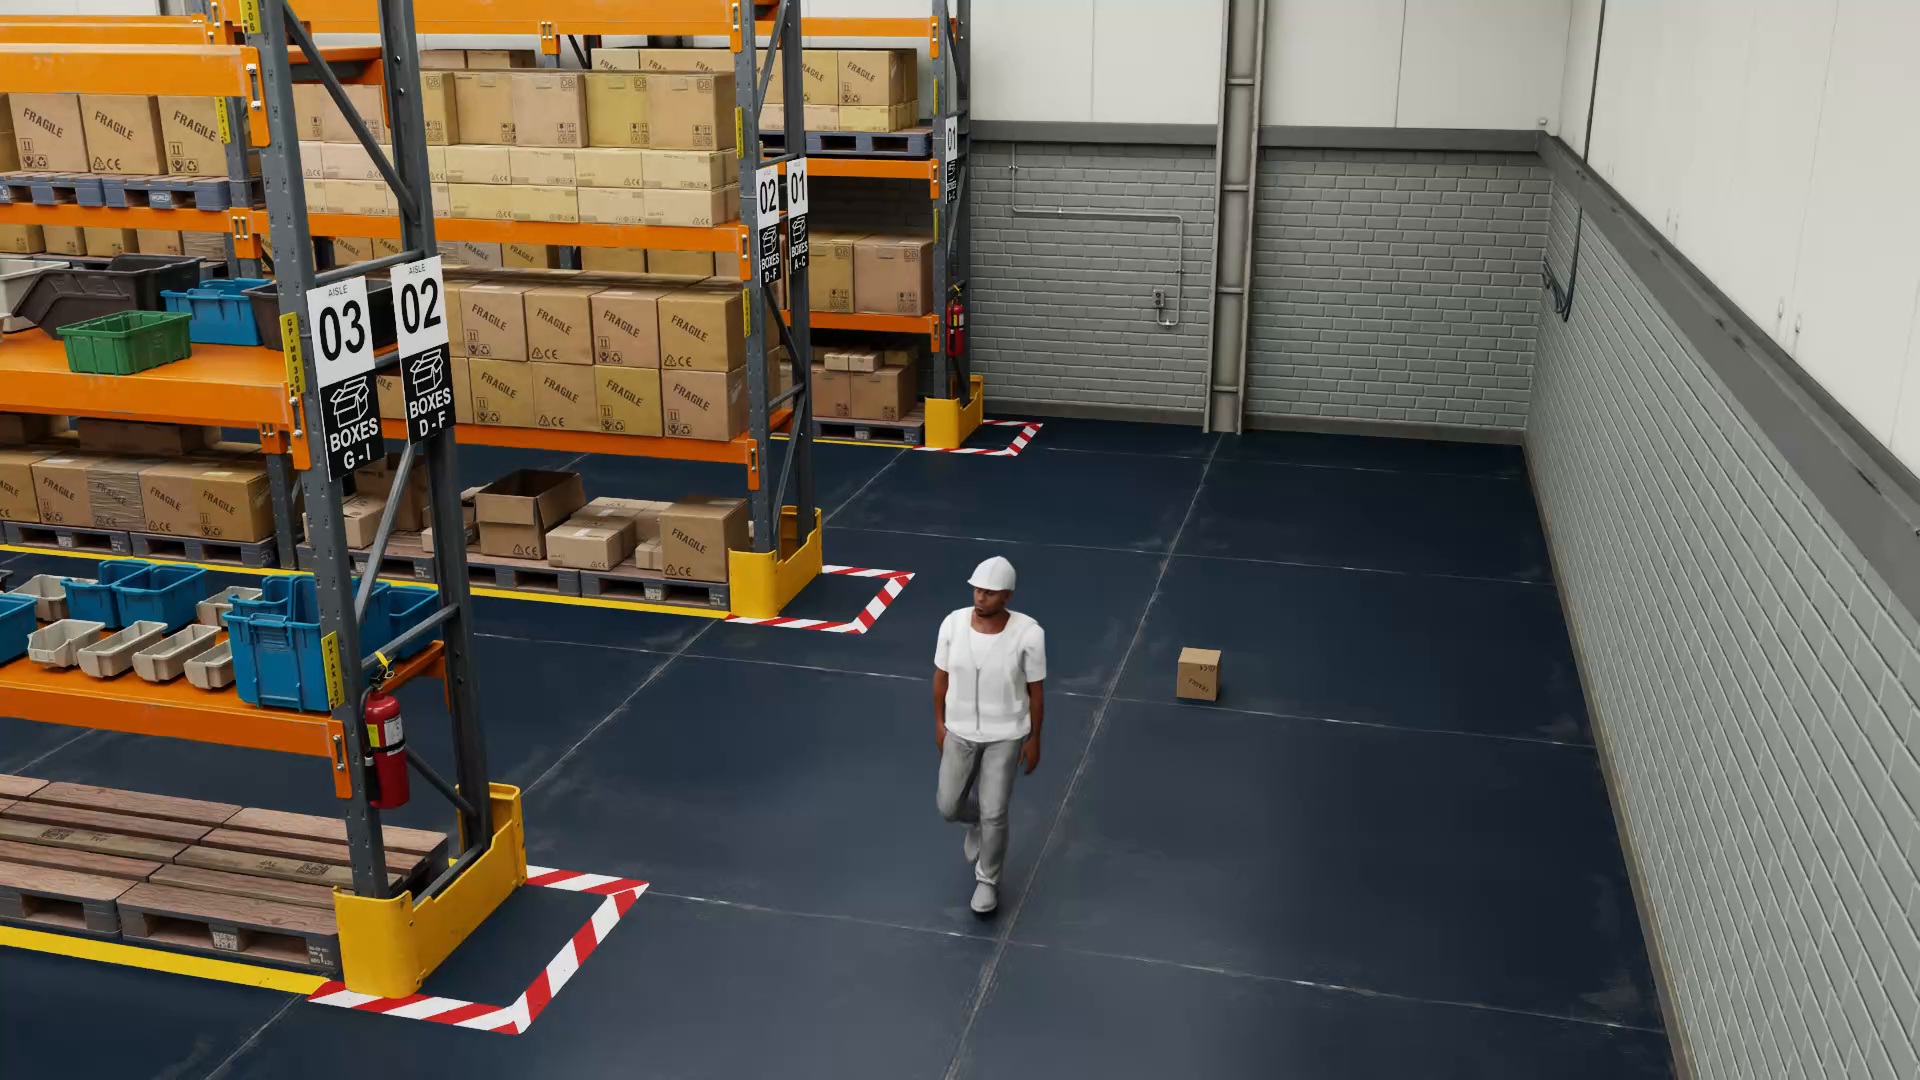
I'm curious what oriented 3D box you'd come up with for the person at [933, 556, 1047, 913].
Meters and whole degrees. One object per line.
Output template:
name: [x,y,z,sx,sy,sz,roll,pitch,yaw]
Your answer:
person: [0.133,0.919,8.156,0.569,1.754,0.606,6,19,18]
